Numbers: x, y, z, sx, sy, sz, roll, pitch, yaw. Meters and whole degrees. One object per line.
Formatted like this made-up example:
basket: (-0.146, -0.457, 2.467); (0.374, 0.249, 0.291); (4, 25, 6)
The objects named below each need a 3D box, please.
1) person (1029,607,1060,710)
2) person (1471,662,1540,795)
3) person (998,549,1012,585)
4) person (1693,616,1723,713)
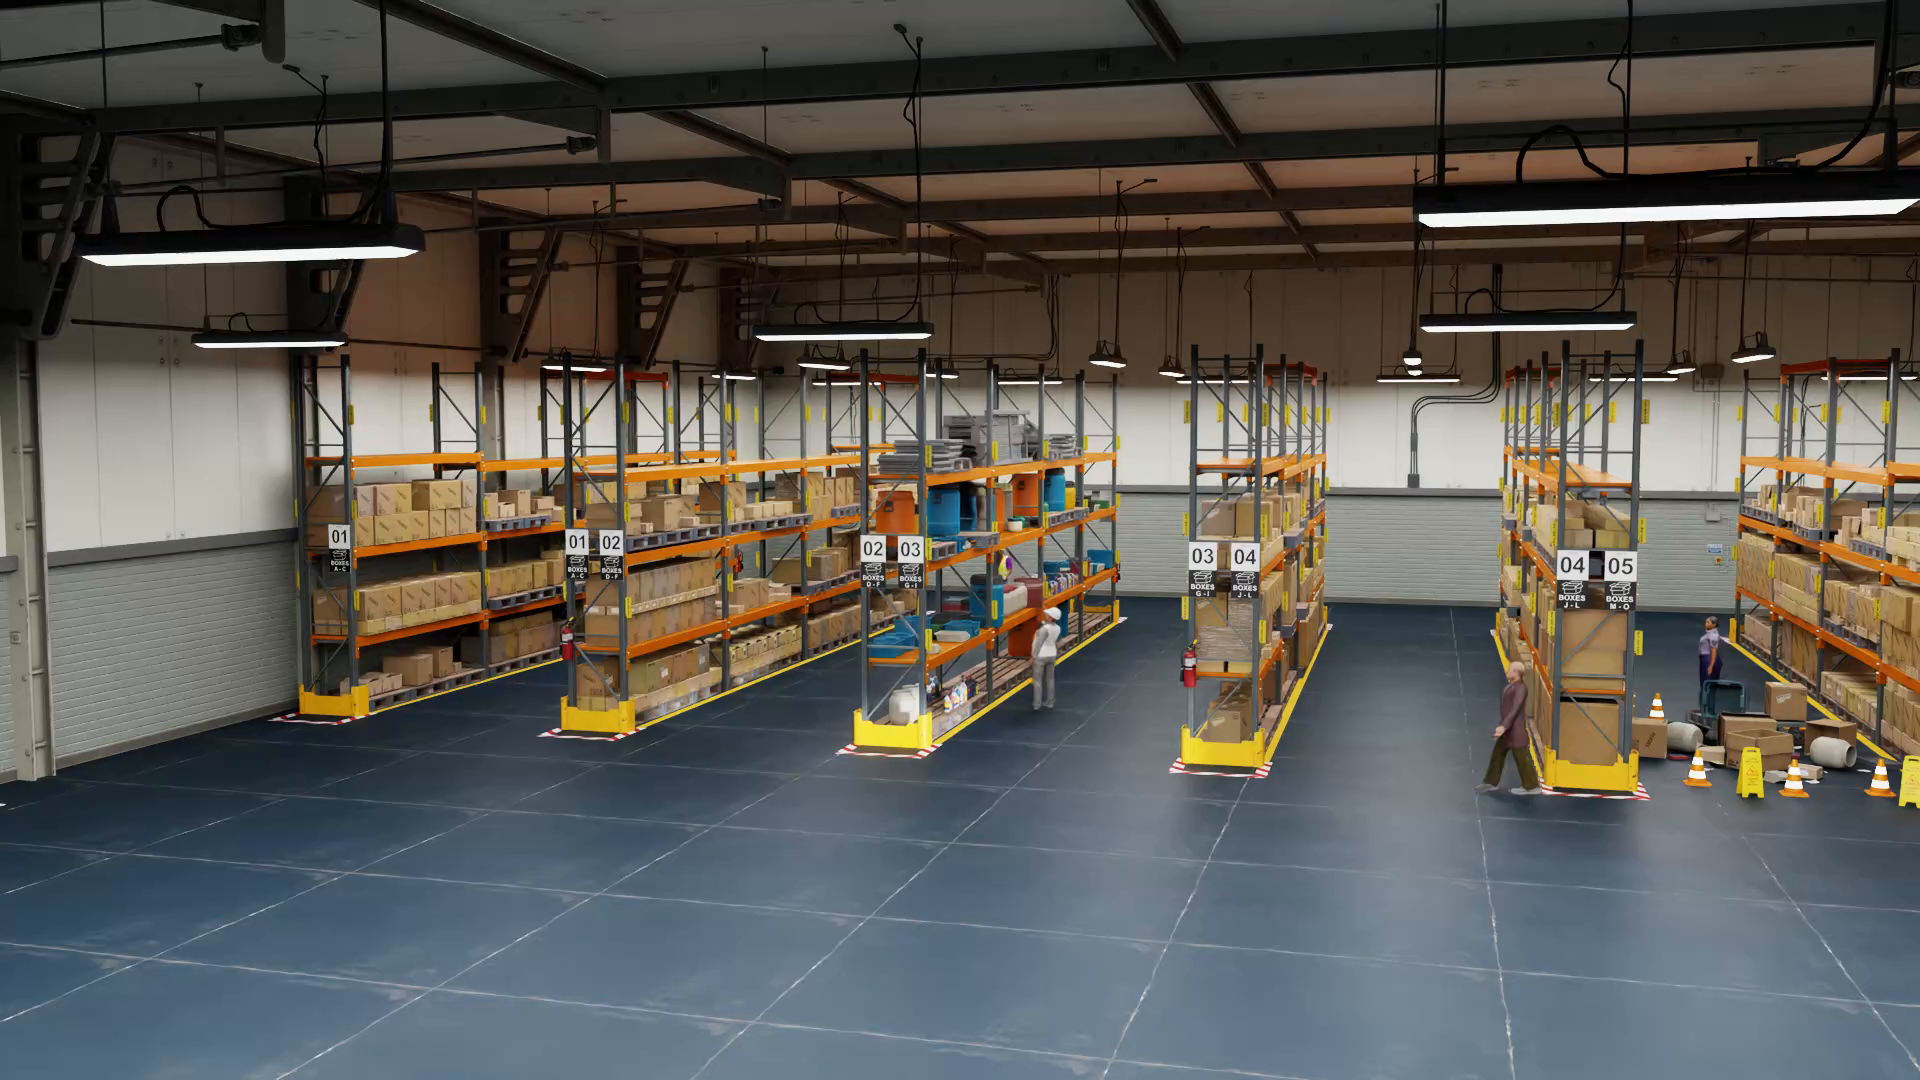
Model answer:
person: (1.432, 2.004, 28.258); (0.564, 1.747, 0.512); (-3, 5, -36)
person: (7.200, 2.493, 21.842); (0.838, 1.797, 0.689); (1, 4, 11)
person: (0.976, 1.007, 41.963); (0.689, 1.746, 0.994); (1, 4, 17)
person: (12.604, 2.097, 27.928); (0.409, 1.657, 0.512); (4, 6, 44)
